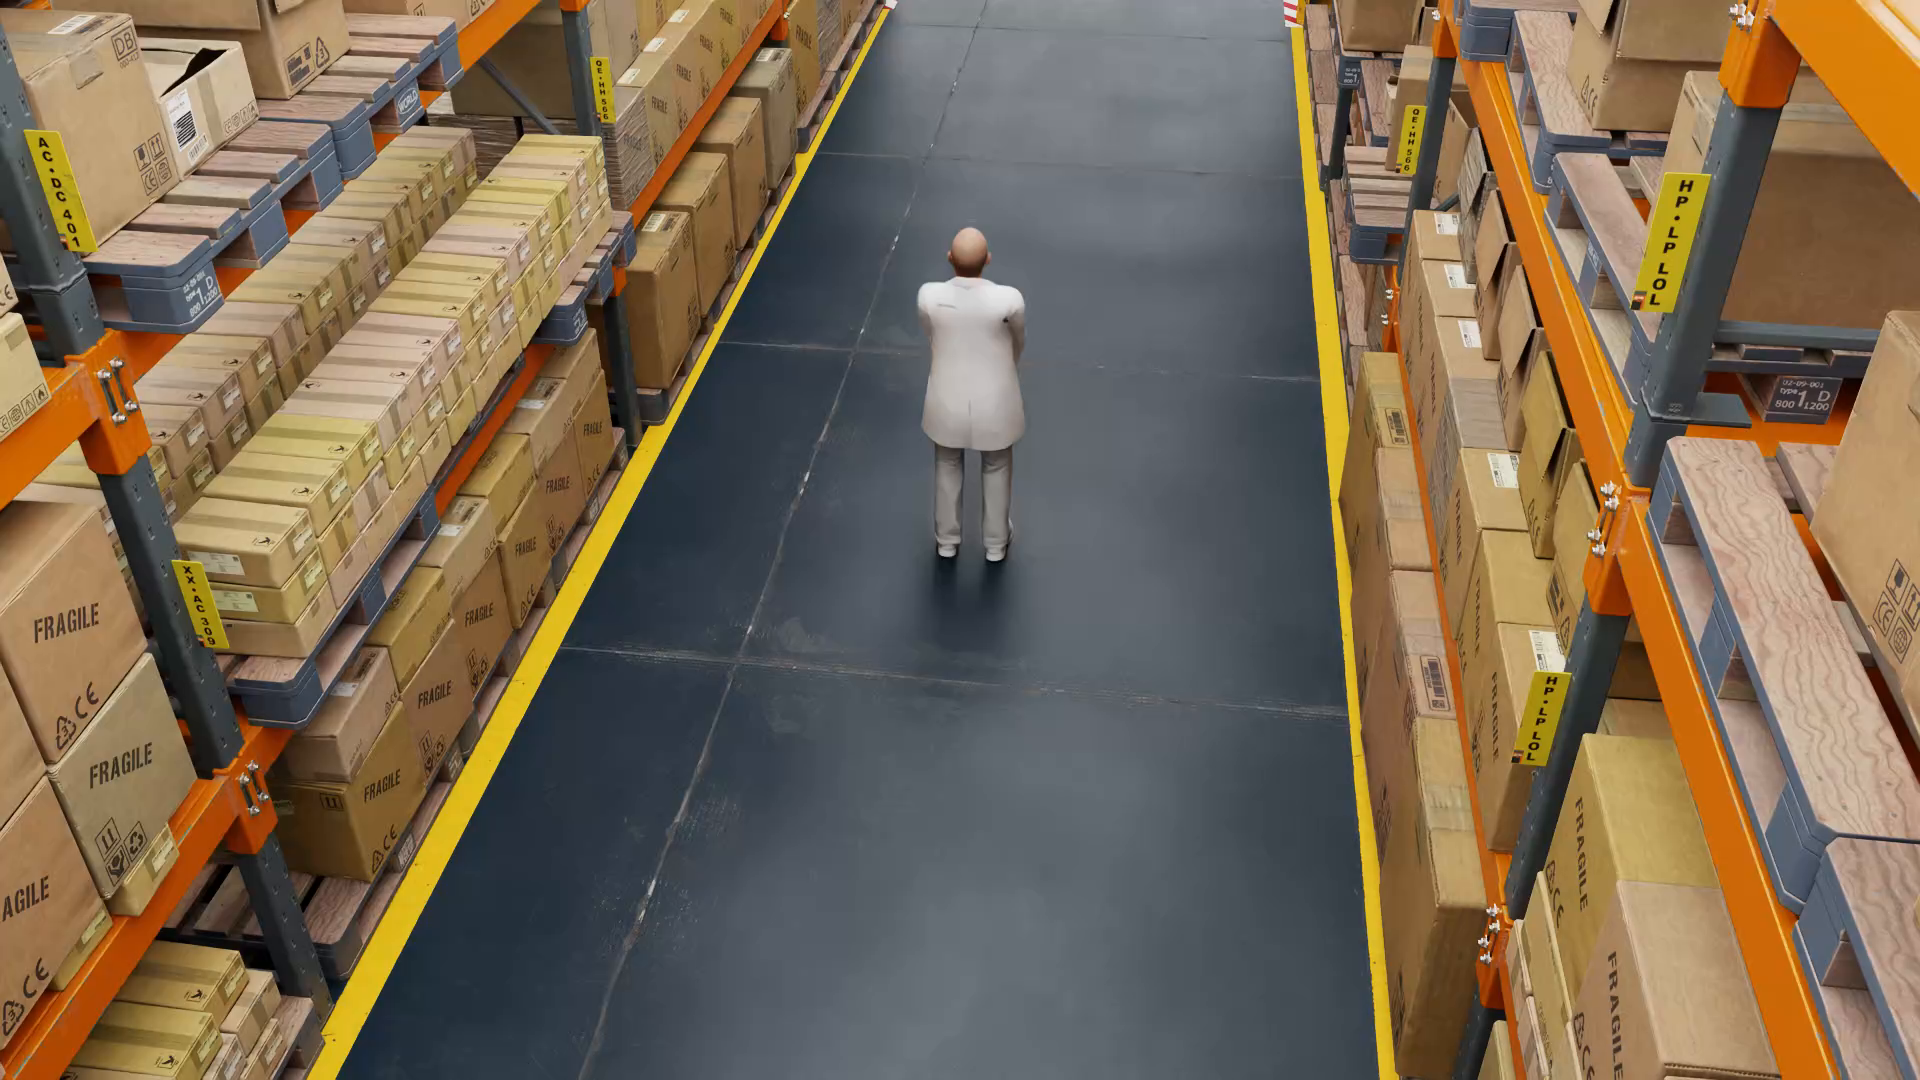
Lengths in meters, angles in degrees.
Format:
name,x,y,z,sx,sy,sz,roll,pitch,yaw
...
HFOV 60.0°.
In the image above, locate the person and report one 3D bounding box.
name,x,y,z,sx,sy,sz,roll,pitch,yaw
person,0.036,-0.708,8.042,0.654,1.774,0.421,3,36,4
